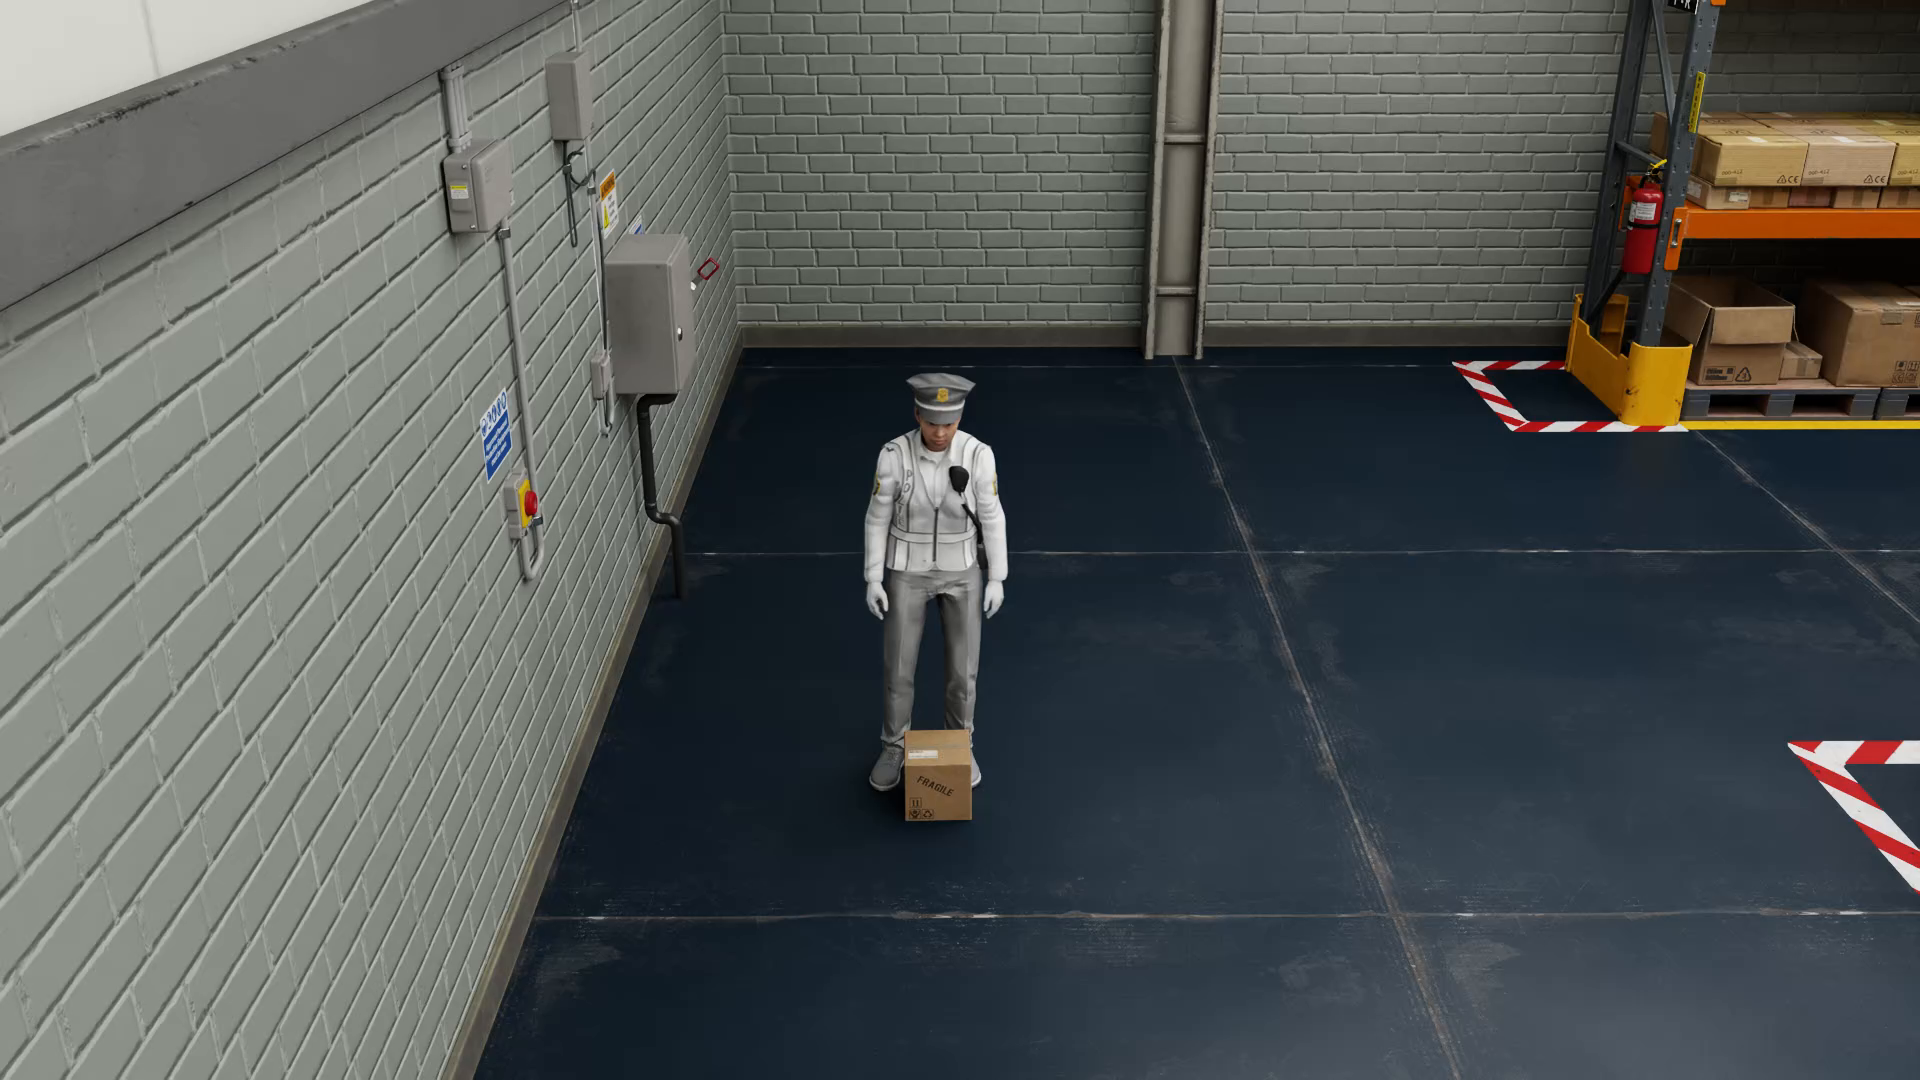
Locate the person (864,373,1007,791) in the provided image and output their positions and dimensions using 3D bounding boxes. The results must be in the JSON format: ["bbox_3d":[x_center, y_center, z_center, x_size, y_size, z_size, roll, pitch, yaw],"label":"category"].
[{"bbox_3d":[-0.091,0.154,6.256,0.539,1.663,0.377,-1,24,-2],"label":"person"}]
